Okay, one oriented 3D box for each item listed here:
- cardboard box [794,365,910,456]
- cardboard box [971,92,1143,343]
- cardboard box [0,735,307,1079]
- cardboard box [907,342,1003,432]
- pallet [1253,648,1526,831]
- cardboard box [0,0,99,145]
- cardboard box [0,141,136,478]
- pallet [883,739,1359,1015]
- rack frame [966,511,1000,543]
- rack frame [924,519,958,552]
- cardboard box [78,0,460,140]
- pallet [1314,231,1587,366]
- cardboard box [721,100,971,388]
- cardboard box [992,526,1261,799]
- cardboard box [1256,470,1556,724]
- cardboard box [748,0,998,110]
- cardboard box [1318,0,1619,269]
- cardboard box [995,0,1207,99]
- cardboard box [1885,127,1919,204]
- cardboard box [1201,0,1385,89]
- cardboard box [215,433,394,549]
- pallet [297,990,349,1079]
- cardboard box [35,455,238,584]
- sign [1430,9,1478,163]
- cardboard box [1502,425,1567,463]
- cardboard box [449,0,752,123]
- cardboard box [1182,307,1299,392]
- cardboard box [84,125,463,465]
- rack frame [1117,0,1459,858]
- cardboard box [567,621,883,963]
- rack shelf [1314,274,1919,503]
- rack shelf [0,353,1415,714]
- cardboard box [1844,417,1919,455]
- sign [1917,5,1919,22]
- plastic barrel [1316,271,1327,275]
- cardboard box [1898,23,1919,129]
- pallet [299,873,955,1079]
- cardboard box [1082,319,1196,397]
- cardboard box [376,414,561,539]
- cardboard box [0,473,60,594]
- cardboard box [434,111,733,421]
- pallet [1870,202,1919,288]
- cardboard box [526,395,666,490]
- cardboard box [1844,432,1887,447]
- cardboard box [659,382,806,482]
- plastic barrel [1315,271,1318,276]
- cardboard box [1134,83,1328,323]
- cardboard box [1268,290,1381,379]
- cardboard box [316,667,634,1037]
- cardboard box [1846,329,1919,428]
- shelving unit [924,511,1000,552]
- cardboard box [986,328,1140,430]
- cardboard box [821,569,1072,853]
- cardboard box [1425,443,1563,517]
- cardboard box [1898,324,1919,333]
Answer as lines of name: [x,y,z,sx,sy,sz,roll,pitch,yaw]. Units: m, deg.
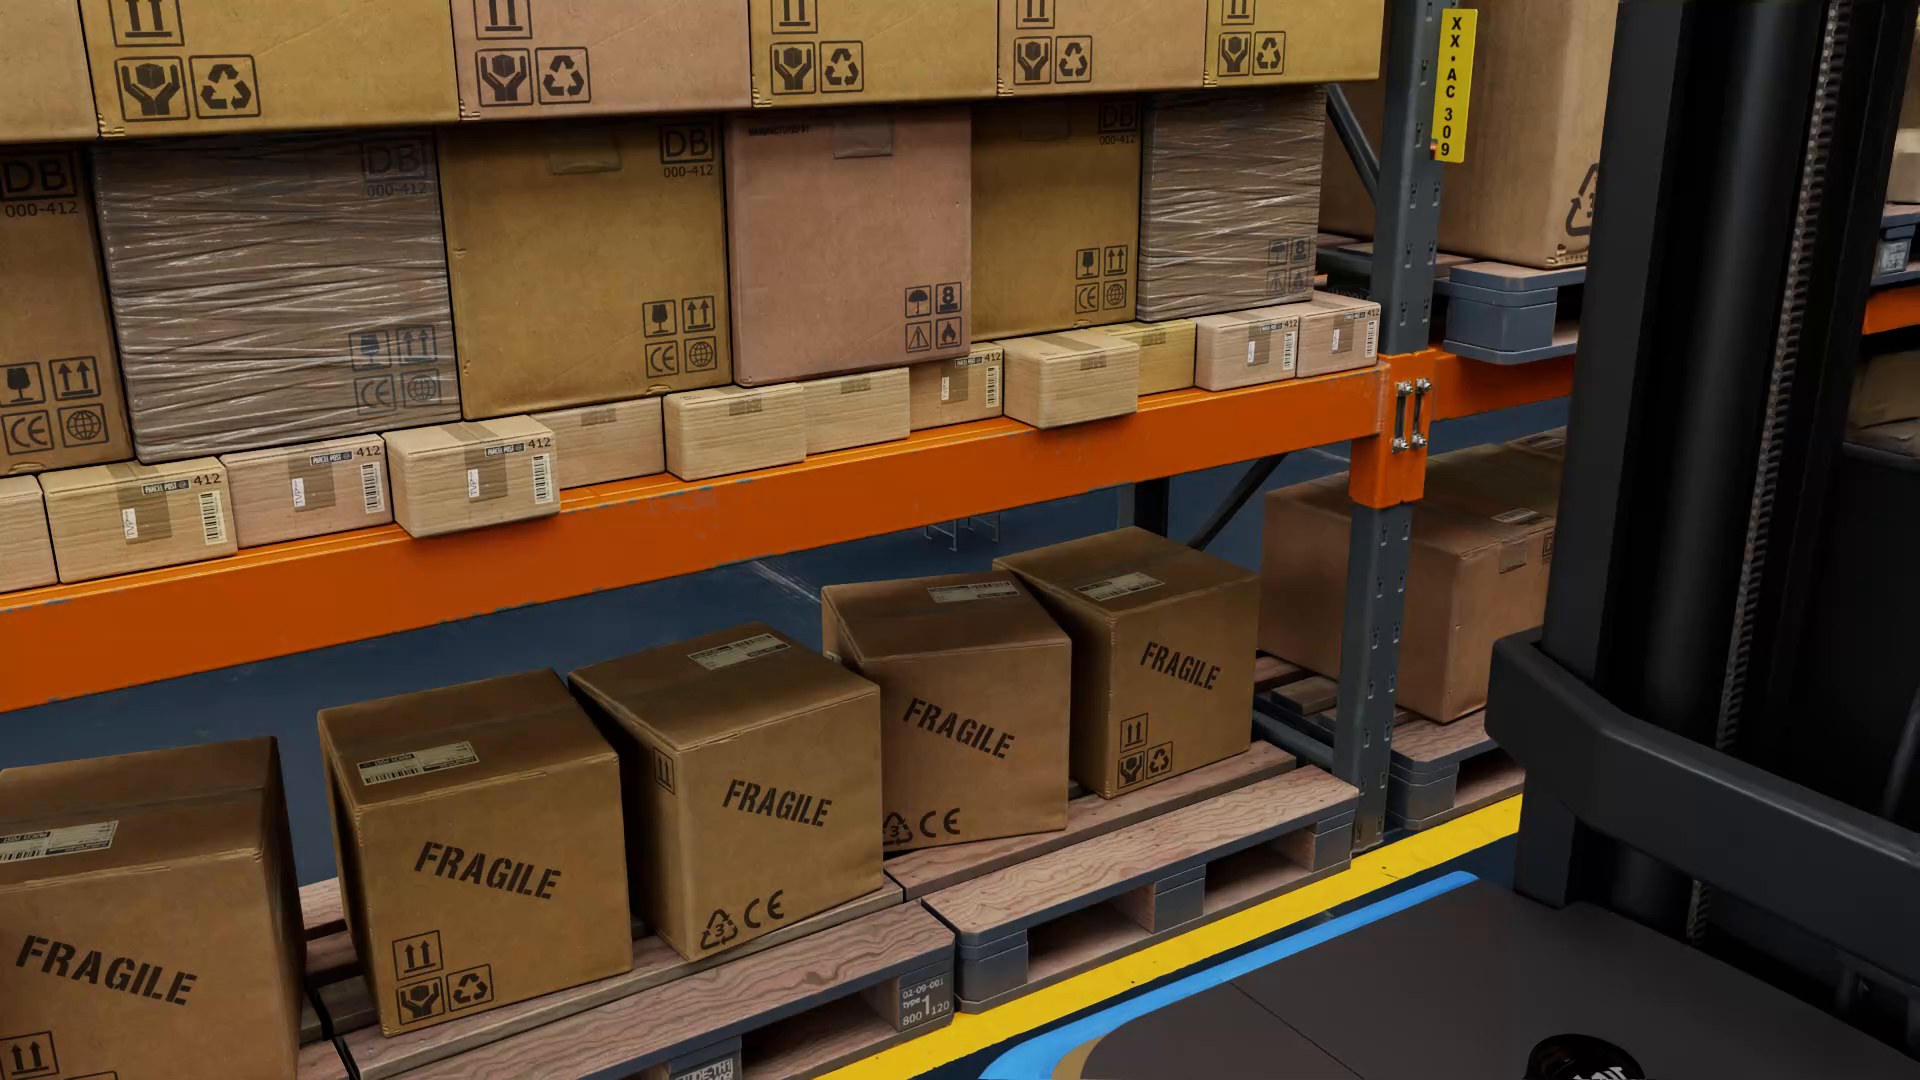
cardboard box: [-0.304,-0.298,3.334,0.250,0.149,0.380,-12,22,-31]
cardboard box: [-0.061,-0.787,3.769,0.500,0.500,0.875,-12,22,-31]
cardboard box: [-1.544,0.730,3.150,0.500,0.500,0.500,-6,20,-17]
cardboard box: [-0.117,-0.353,3.496,0.250,0.149,0.380,-12,22,-31]
pallet: [1.435,0.443,5.104,1.213,0.211,1.003,-12,22,-31]
cardboard box: [-1.524,-0.808,2.268,0.500,0.500,0.500,-12,22,-31]
cardboard box: [-1.729,-0.434,2.723,0.500,0.500,0.875,-12,22,-31]
pallet: [0.244,0.709,4.319,1.213,0.211,1.003,-12,22,-31]
rack frame: [0.092,-0.446,6.658,0.006,0.900,0.240,-12,22,-31]
rack frame: [-0.078,-0.410,6.552,0.006,0.900,0.240,-12,22,-31]
cardboard box: [-1.108,-0.896,2.530,0.500,0.500,0.500,-12,22,-31]
pallet: [1.504,-0.745,4.564,1.213,0.211,1.003,-12,22,-31]
cardboard box: [-0.423,-0.672,3.428,0.500,0.500,0.875,-12,22,-31]
cardboard box: [0.429,0.305,4.407,0.500,0.500,0.500,-13,22,-33]
cardboard box: [1.310,0.133,4.883,0.500,0.500,0.700,-14,23,-36]
cardboard box: [-0.274,-1.073,3.053,0.500,0.500,0.500,-12,22,-31]
cardboard box: [1.526,-1.326,4.390,1.000,1.000,1.000,-12,22,-31]
cardboard box: [0.144,-1.161,3.313,0.500,0.500,0.500,-12,22,-31]
cardboard box: [2.882,-1.214,5.206,0.258,0.266,0.396,-13,22,-33]
cardboard box: [0.561,-1.249,3.574,0.500,0.500,0.500,-12,22,-31]
cardboard box: [-1.146,-0.125,2.823,0.250,0.149,0.380,-12,22,-31]
pallet: [-1.794,1.138,3.048,1.213,0.211,1.003,-12,22,-31]
cardboard box: [-1.340,-0.074,2.671,0.250,0.149,0.380,-12,22,-31]
sign: [1.090,-1.006,3.686,0.005,0.325,0.100,-12,22,-31]
cardboard box: [2.186,-0.044,5.409,0.500,0.500,0.700,-14,23,-36]
cardboard box: [-0.693,-0.986,2.795,0.500,0.500,0.500,-12,22,-31]
cardboard box: [0.554,-0.463,3.823,0.250,0.149,0.380,-12,22,-31]
cardboard box: [-1.288,-0.510,2.949,0.500,0.500,0.875,-12,22,-31]
rack frame: [0.786,-0.740,4.250,0.127,3.000,1.000,-12,22,-31]
cardboard box: [-0.520,0.538,3.717,0.500,0.500,0.500,-14,23,-36]
rack shelf: [2.456,-0.752,5.408,4.000,0.370,1.077,-12,22,-31]
rack shelf: [-0.885,-0.047,3.324,4.000,0.370,1.077,-12,22,-31]
cardboard box: [3.121,-0.244,6.000,0.500,0.500,0.700,-14,23,-36]
sign: [3.818,-2.141,6.586,0.005,0.325,0.100,-12,22,-31]
plastic barrel: [2.745,-2.116,11.429,0.708,0.588,0.600,-12,22,-31]
cardboard box: [3.286,-1.460,5.568,0.500,0.500,0.700,-8,20,-23]
pallet: [-0.776,0.925,3.680,1.213,0.211,1.003,-12,22,-31]
cardboard box: [0.312,-0.435,3.741,0.250,0.149,0.380,-12,22,-31]
cardboard box: [-0.880,-0.141,2.871,0.250,0.149,0.380,-12,22,-31]
cardboard box: [-1.552,-0.031,2.547,0.250,0.149,0.380,-12,22,-31]
cardboard box: [-0.864,-0.595,3.201,0.500,0.500,0.875,-12,22,-31]
pallet: [2.495,-0.994,5.301,1.213,0.211,1.003,-12,22,-31]
cardboard box: [-0.744,-0.221,3.106,0.250,0.149,0.380,-12,22,-31]
cardboard box: [2.652,-0.143,5.699,0.500,0.500,0.700,-10,21,-27]
cardboard box: [-0.493,-0.244,3.176,0.250,0.149,0.380,-12,22,-31]
plastic barrel: [2.224,-2.004,11.218,0.421,0.512,0.421,0,19,0]
cardboard box: [0.376,-0.866,4.001,0.500,0.500,0.875,-12,22,-31]
cardboard box: [0.768,-0.505,3.946,0.250,0.149,0.380,-12,22,-31]
cardboard box: [-1.011,0.624,3.461,0.500,0.500,0.500,-10,21,-26]
cardboard box: [3.146,-0.602,5.887,0.500,0.250,0.500,-9,21,-25]
shelving unit: [0.007,-0.428,6.605,0.210,0.900,0.258,-12,22,-31]
cardboard box: [0.164,-0.361,3.522,0.250,0.149,0.380,-12,22,-31]
cardboard box: [-0.045,0.408,4.102,0.500,0.500,0.500,-5,19,-14]
cardboard box: [1.719,0.054,5.117,0.500,0.500,0.700,-12,22,-32]
cardboard box: [3.583,-0.698,6.171,0.500,0.250,0.500,-11,22,-29]
